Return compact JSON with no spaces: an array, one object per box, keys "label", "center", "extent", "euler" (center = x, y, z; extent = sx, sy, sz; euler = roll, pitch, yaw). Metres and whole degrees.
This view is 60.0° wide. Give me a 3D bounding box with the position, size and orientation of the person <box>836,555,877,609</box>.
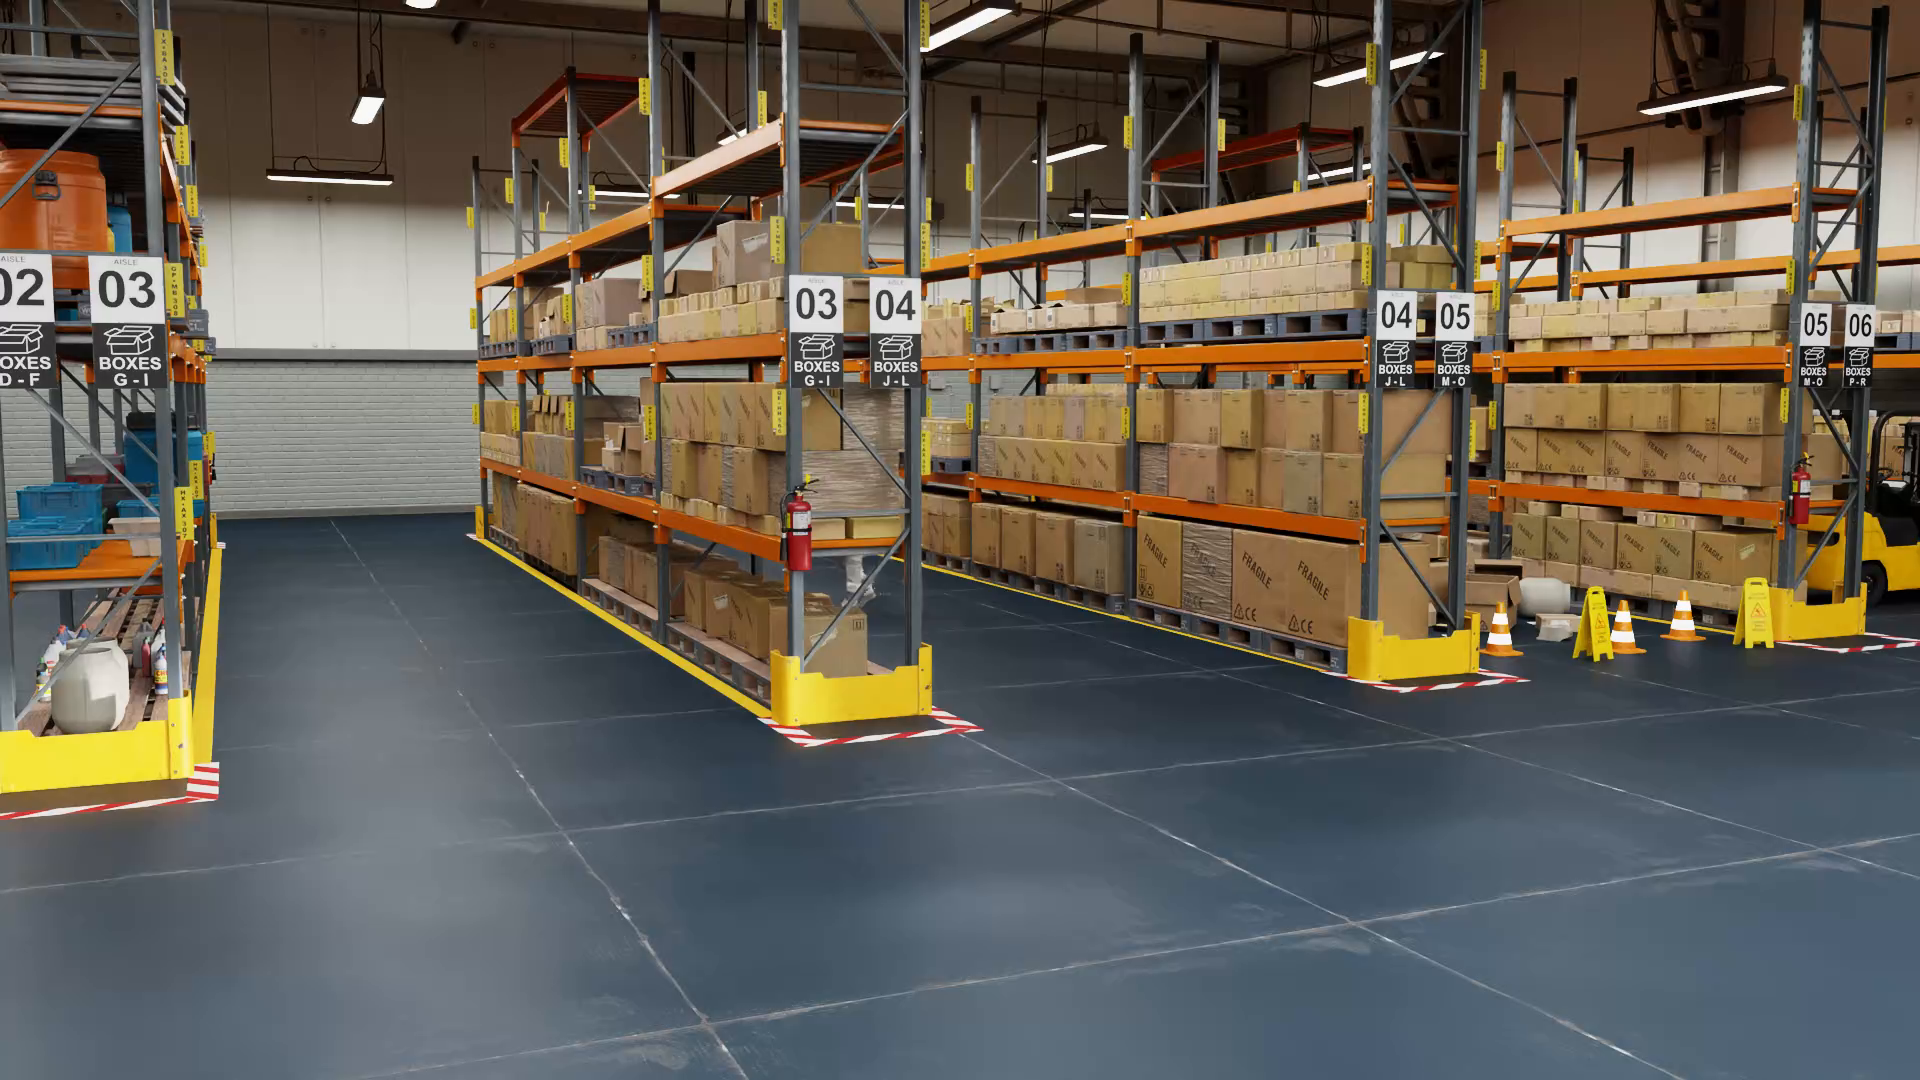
[{"label":"person","center":[-1.129,-0.103,17.470],"extent":[0.554,1.785,0.577],"euler":[-1,5,-11]}]
